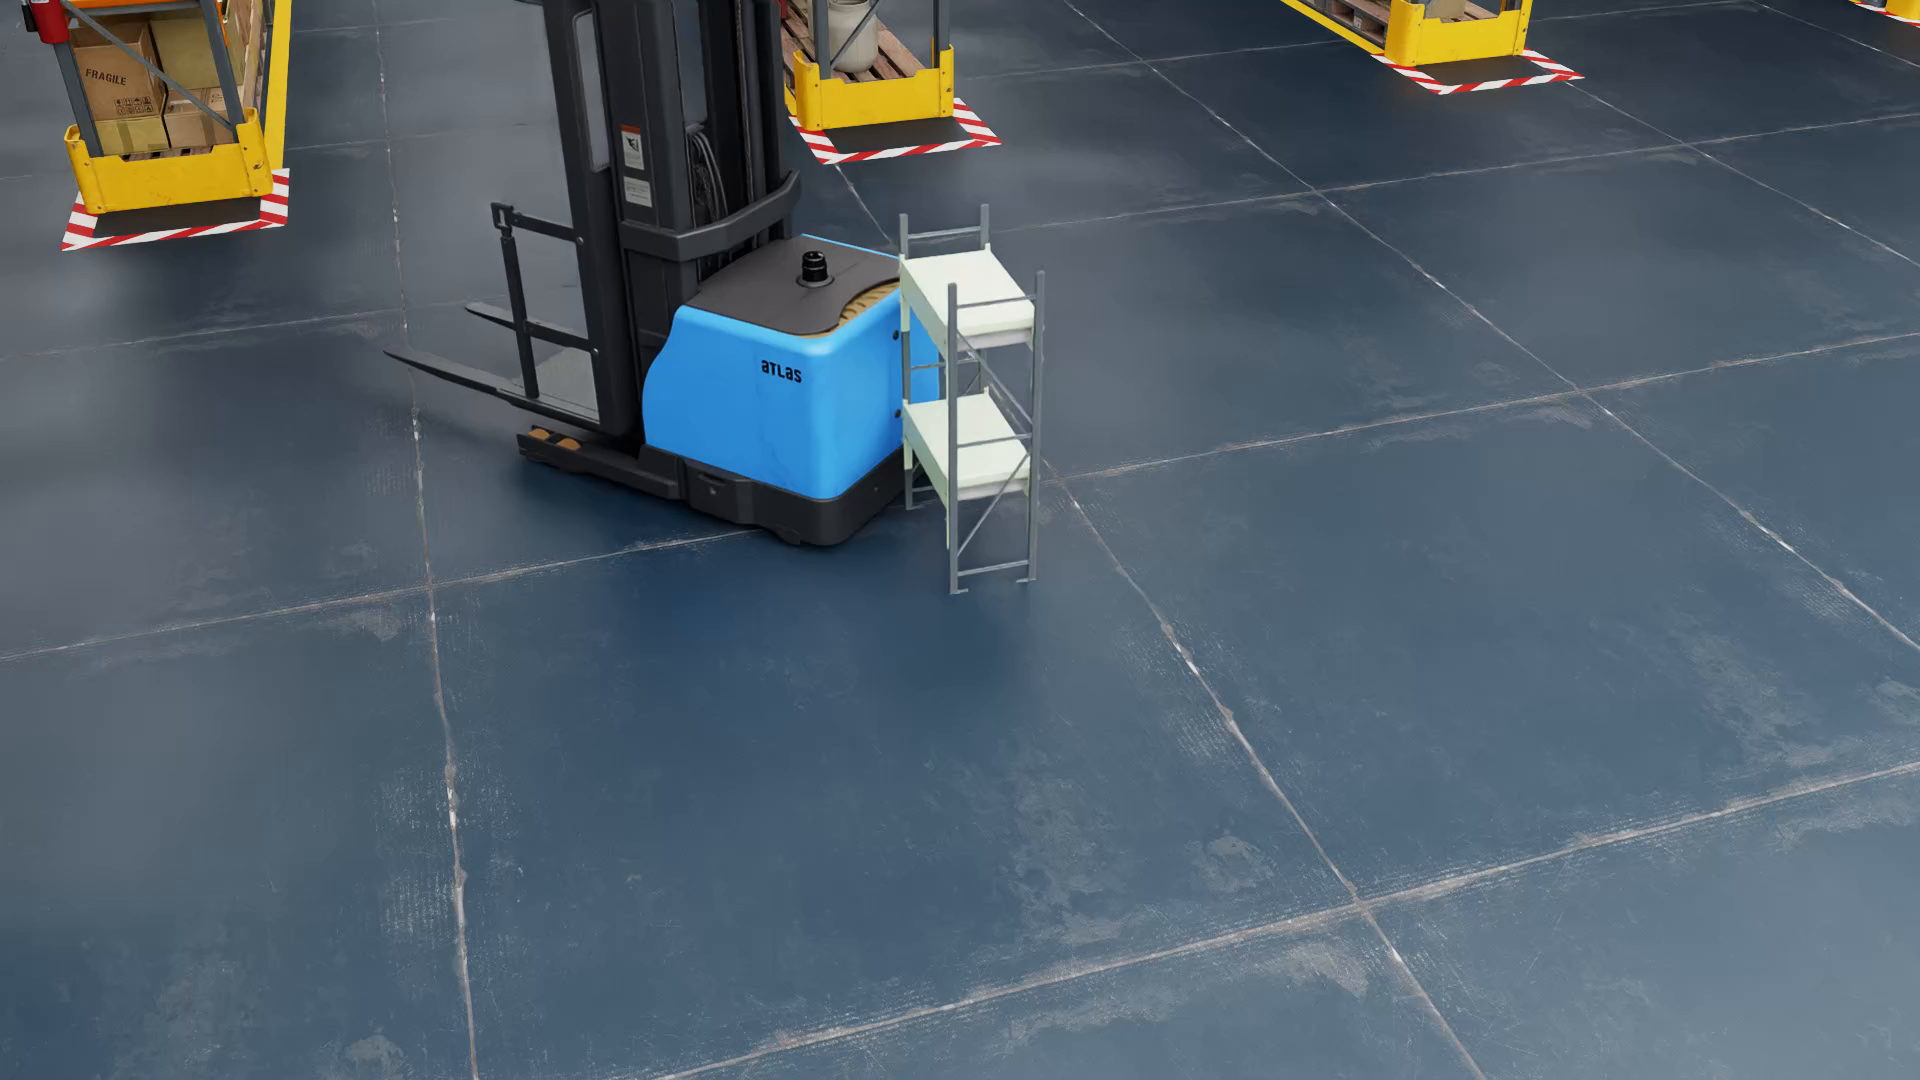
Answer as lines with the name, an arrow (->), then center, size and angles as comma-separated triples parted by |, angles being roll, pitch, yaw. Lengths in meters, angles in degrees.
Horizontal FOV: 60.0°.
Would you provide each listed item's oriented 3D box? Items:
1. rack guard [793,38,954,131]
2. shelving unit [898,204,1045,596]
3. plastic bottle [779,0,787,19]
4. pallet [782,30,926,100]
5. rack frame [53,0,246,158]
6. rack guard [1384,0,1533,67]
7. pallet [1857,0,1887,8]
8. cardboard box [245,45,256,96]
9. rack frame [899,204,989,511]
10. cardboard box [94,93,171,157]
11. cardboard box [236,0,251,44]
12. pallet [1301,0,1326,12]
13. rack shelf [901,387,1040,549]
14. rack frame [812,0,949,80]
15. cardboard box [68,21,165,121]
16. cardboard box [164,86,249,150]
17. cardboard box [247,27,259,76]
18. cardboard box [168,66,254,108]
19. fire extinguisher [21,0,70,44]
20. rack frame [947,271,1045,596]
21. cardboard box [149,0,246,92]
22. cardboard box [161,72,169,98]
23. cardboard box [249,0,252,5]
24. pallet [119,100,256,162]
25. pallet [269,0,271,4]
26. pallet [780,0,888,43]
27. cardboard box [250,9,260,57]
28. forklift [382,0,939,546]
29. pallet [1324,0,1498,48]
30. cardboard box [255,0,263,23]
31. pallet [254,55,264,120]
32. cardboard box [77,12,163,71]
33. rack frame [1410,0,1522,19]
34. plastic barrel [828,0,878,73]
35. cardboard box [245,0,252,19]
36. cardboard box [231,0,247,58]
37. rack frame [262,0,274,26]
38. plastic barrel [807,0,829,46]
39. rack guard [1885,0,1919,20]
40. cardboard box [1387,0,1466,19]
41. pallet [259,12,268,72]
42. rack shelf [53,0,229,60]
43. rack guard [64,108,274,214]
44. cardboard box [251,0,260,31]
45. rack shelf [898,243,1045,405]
rack guard -> -0.640, -3.423, 12.477 | 1.175, 0.500, 0.348 | -10, 35, -15
shelving unit -> 0.038, -0.608, 7.309 | 0.431, 1.500, 0.755 | -10, 35, -14
plastic bottle -> -1.500, -4.530, 13.950 | 0.061, 0.283, 0.133 | -10, 35, -15
pallet -> -0.883, -3.730, 13.204 | 1.003, 0.211, 1.213 | -10, 35, -15
rack frame -> -5.291, -3.603, 10.482 | 1.000, 3.000, 0.127 | -10, 35, -15
rack guard -> 4.121, -4.264, 13.750 | 1.175, 0.500, 0.348 | -10, 35, -15
pallet -> 8.581, -5.292, 15.567 | 1.003, 0.211, 1.213 | -10, 35, -15
cardboard box -> -5.551, -3.475, 12.401 | 0.500, 0.250, 0.500 | -10, 35, -15
rack frame -> -0.070, -0.801, 7.601 | 0.400, 1.500, 0.023 | -10, 35, -14
cardboard box -> -5.736, -2.863, 11.475 | 0.500, 0.250, 0.500 | -10, 35, -15
cardboard box -> -5.697, -4.051, 12.593 | 0.500, 0.500, 0.500 | -10, 35, -15
pallet -> 3.539, -5.216, 15.452 | 1.003, 0.211, 1.213 | -10, 35, -15
rack shelf -> 0.038, -0.336, 7.489 | 0.431, 0.370, 0.720 | -10, 35, -14
rack frame -> -0.572, -4.434, 11.740 | 1.000, 3.000, 0.127 | -10, 35, -15
cardboard box -> -5.738, -3.176, 11.268 | 0.500, 0.500, 0.500 | -10, 35, -15
cardboard box -> -5.242, -2.950, 11.607 | 0.500, 0.250, 0.500 | -10, 35, -15
cardboard box -> -5.698, -3.738, 12.799 | 0.500, 0.250, 0.500 | -10, 35, -15
cardboard box -> -5.398, -3.212, 12.004 | 0.500, 0.250, 0.500 | -10, 35, -15
fire extinguisher -> -5.697, -3.431, 10.291 | 0.296, 0.674, 0.183 | -10, 35, -15
rack frame -> 0.145, -0.415, 7.017 | 0.400, 1.500, 0.023 | -10, 35, -14
cardboard box -> -5.397, -3.525, 11.797 | 0.500, 0.500, 0.500 | -10, 35, -15
cardboard box -> -5.900, -3.124, 11.870 | 0.500, 0.250, 0.500 | -10, 35, -15
cardboard box -> -6.020, -4.573, 13.383 | 0.500, 0.500, 0.500 | -10, 35, -15
pallet -> -5.564, -2.834, 11.848 | 1.003, 0.211, 1.213 | -10, 35, -15
pallet -> -6.773, -4.920, 15.005 | 1.003, 0.211, 1.213 | -10, 35, -15
pallet -> -1.251, -4.370, 14.172 | 1.003, 0.211, 1.213 | -10, 35, -15
cardboard box -> -5.852, -4.001, 13.197 | 0.500, 0.250, 0.500 | -10, 35, -15
forklift -> -1.617, -1.788, 7.797 | 3.031, 2.935, 1.130 | 18, 37, 25
pallet -> 3.907, -4.576, 14.484 | 1.003, 0.211, 1.213 | -10, 35, -15
cardboard box -> -6.161, -4.525, 13.990 | 0.500, 0.250, 0.500 | -10, 35, -15
pallet -> -5.932, -3.474, 12.816 | 1.003, 0.211, 1.213 | -10, 35, -15
cardboard box -> -6.057, -3.698, 12.059 | 0.500, 0.500, 0.500 | -10, 35, -15
rack frame -> 4.145, -5.267, 13.000 | 1.000, 3.000, 0.127 | -10, 35, -15
plastic barrel -> -0.846, -3.904, 12.813 | 0.421, 0.512, 0.421 | 0, 33, 0
cardboard box -> -5.864, -4.311, 12.987 | 0.500, 0.500, 0.500 | -10, 35, -15
cardboard box -> -5.562, -3.786, 12.191 | 0.500, 0.500, 0.500 | -10, 35, -15
rack frame -> -6.511, -5.703, 13.660 | 1.000, 3.000, 0.127 | -10, 35, -15
plastic barrel -> -0.999, -4.167, 13.212 | 0.421, 0.512, 0.421 | 0, 33, 0
rack guard -> 8.906, -4.993, 14.852 | 1.175, 0.500, 0.348 | -10, 35, -15
cardboard box -> 3.970, -4.730, 14.074 | 0.500, 0.500, 0.500 | -4, 34, -6
pallet -> -6.308, -4.116, 13.787 | 1.003, 0.211, 1.213 | -10, 35, -15
rack shelf -> -5.901, -4.353, 12.270 | 1.077, 0.370, 4.000 | -10, 35, -15
rack guard -> -5.283, -2.548, 11.152 | 1.175, 0.500, 0.348 | -10, 35, -15
cardboard box -> -6.018, -4.261, 13.590 | 0.500, 0.250, 0.500 | -10, 35, -15
rack shelf -> 0.038, -0.933, 7.094 | 0.431, 0.370, 0.720 | -10, 35, -14
